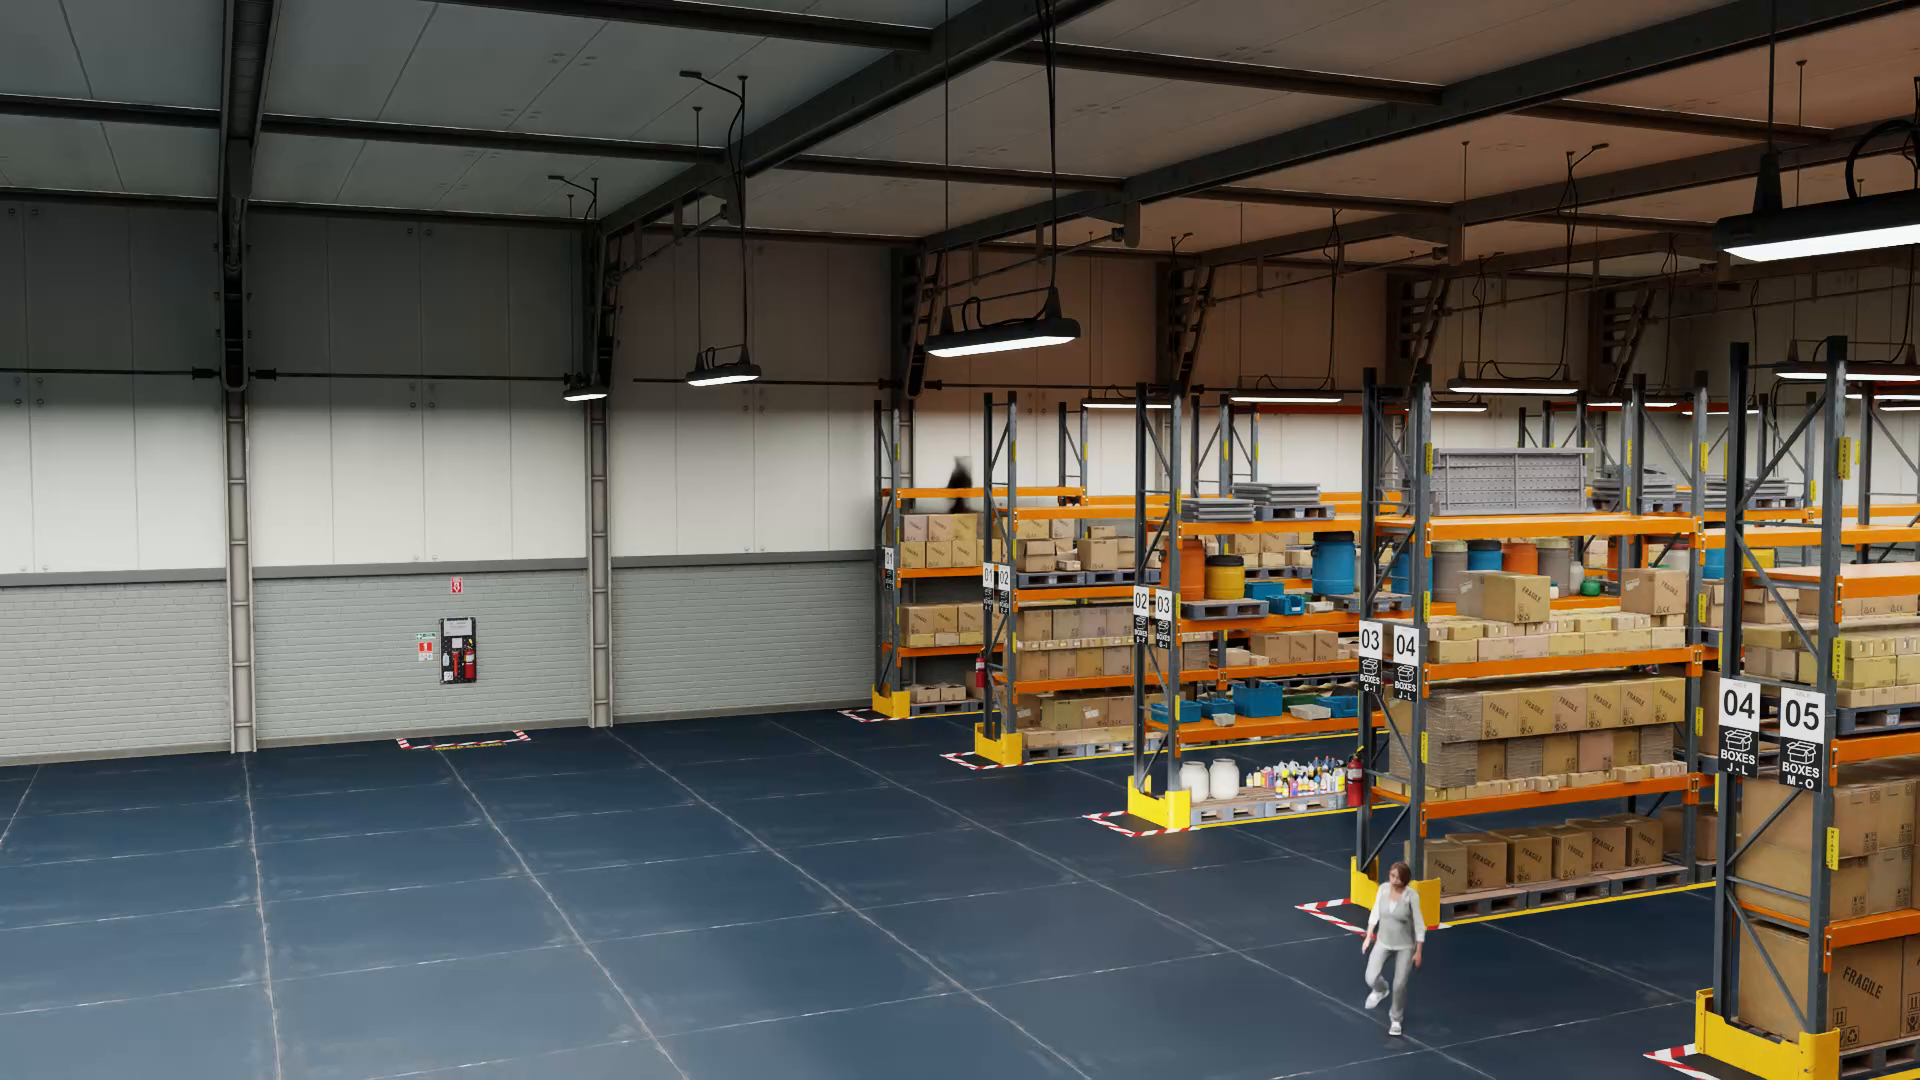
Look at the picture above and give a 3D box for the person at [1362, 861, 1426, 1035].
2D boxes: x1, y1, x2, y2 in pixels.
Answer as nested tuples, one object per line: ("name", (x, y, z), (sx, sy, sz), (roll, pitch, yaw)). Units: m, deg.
("person", (3.825, 3.544, 14.635), (0.611, 1.529, 0.586), (2, 4, 30))
